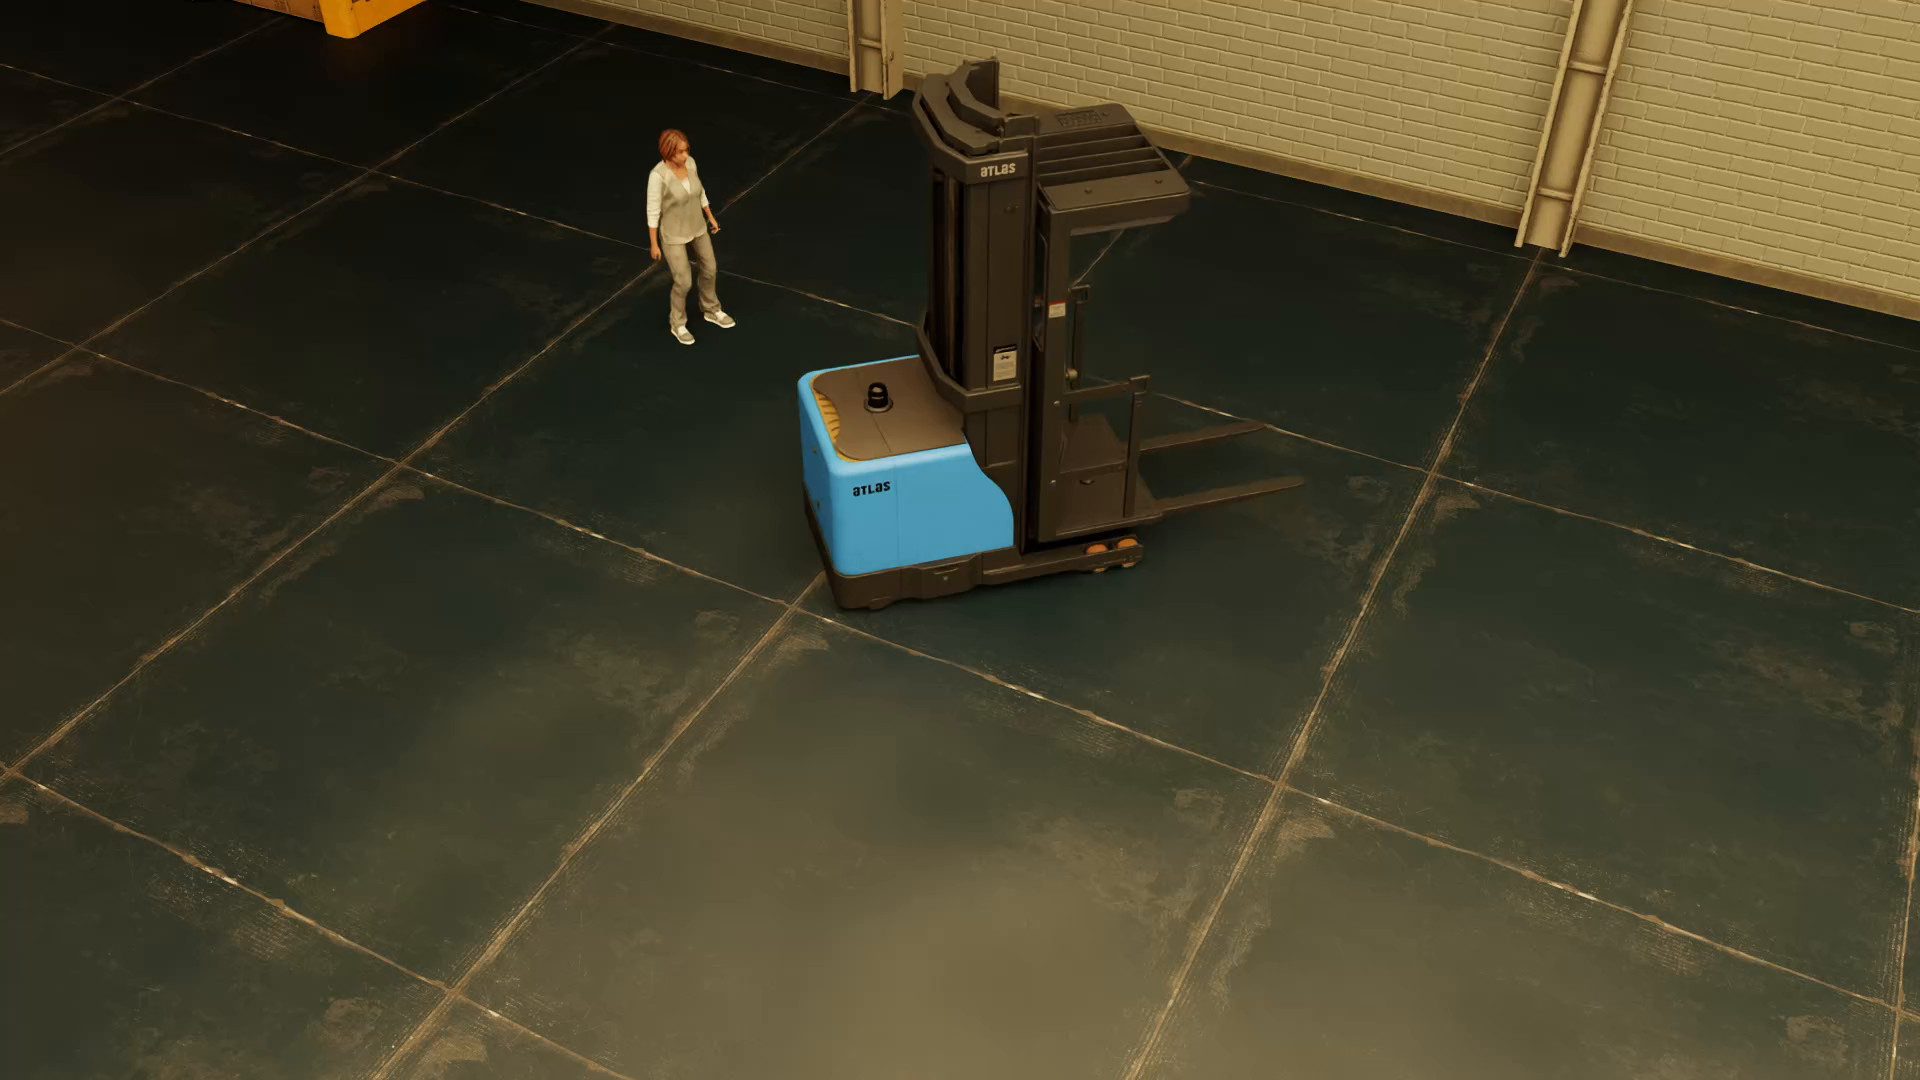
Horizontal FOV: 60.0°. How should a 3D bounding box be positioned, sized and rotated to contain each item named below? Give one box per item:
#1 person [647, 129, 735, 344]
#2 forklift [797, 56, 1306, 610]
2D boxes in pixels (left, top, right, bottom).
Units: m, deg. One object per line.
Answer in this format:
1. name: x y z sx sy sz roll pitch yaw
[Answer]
1. person: -1.901 -2.119 11.545 0.345 1.589 0.560 28 48 29
2. forklift: 0.606 -1.247 9.467 3.031 2.935 1.130 -11 41 -12
